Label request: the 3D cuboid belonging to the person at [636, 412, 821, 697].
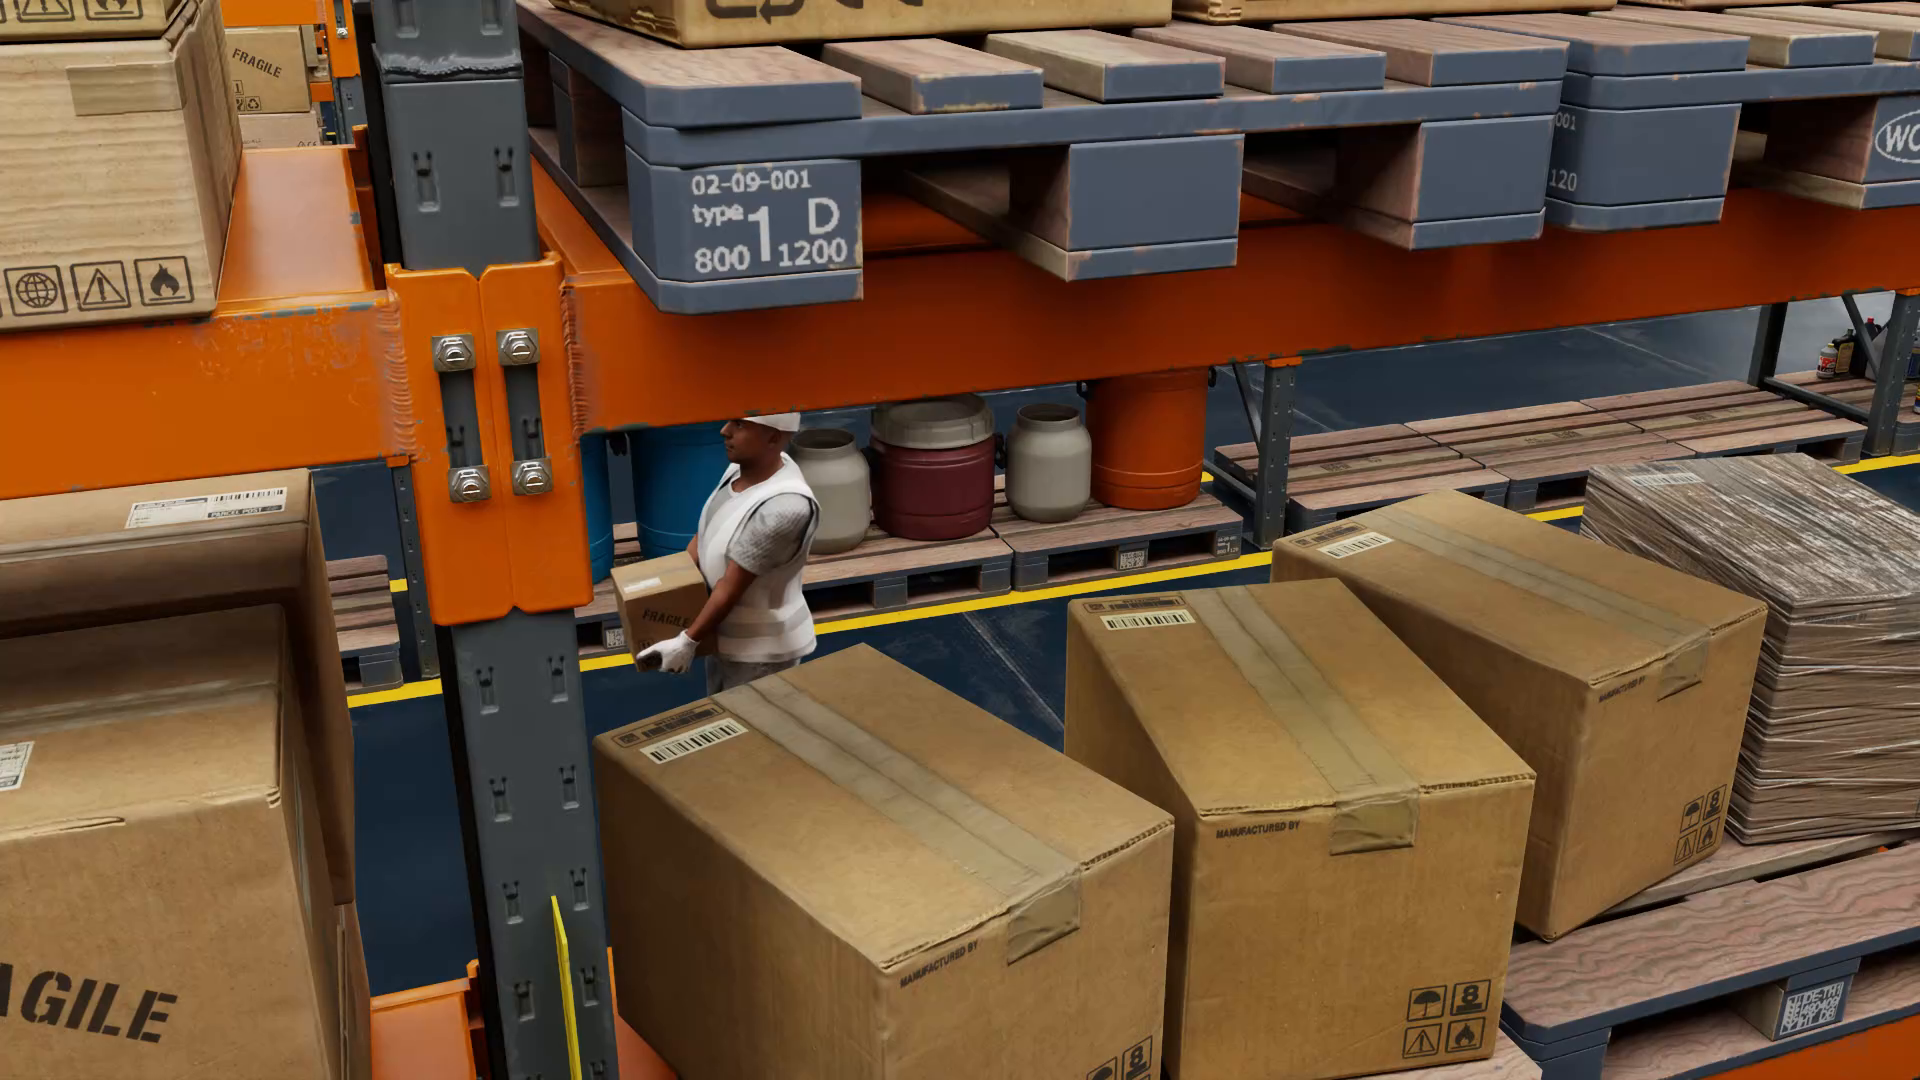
[{"bbox_3d":[-0.740,0.347,5.228,0.584,1.778,0.487,-8,24,-19],"label":"person"}]
